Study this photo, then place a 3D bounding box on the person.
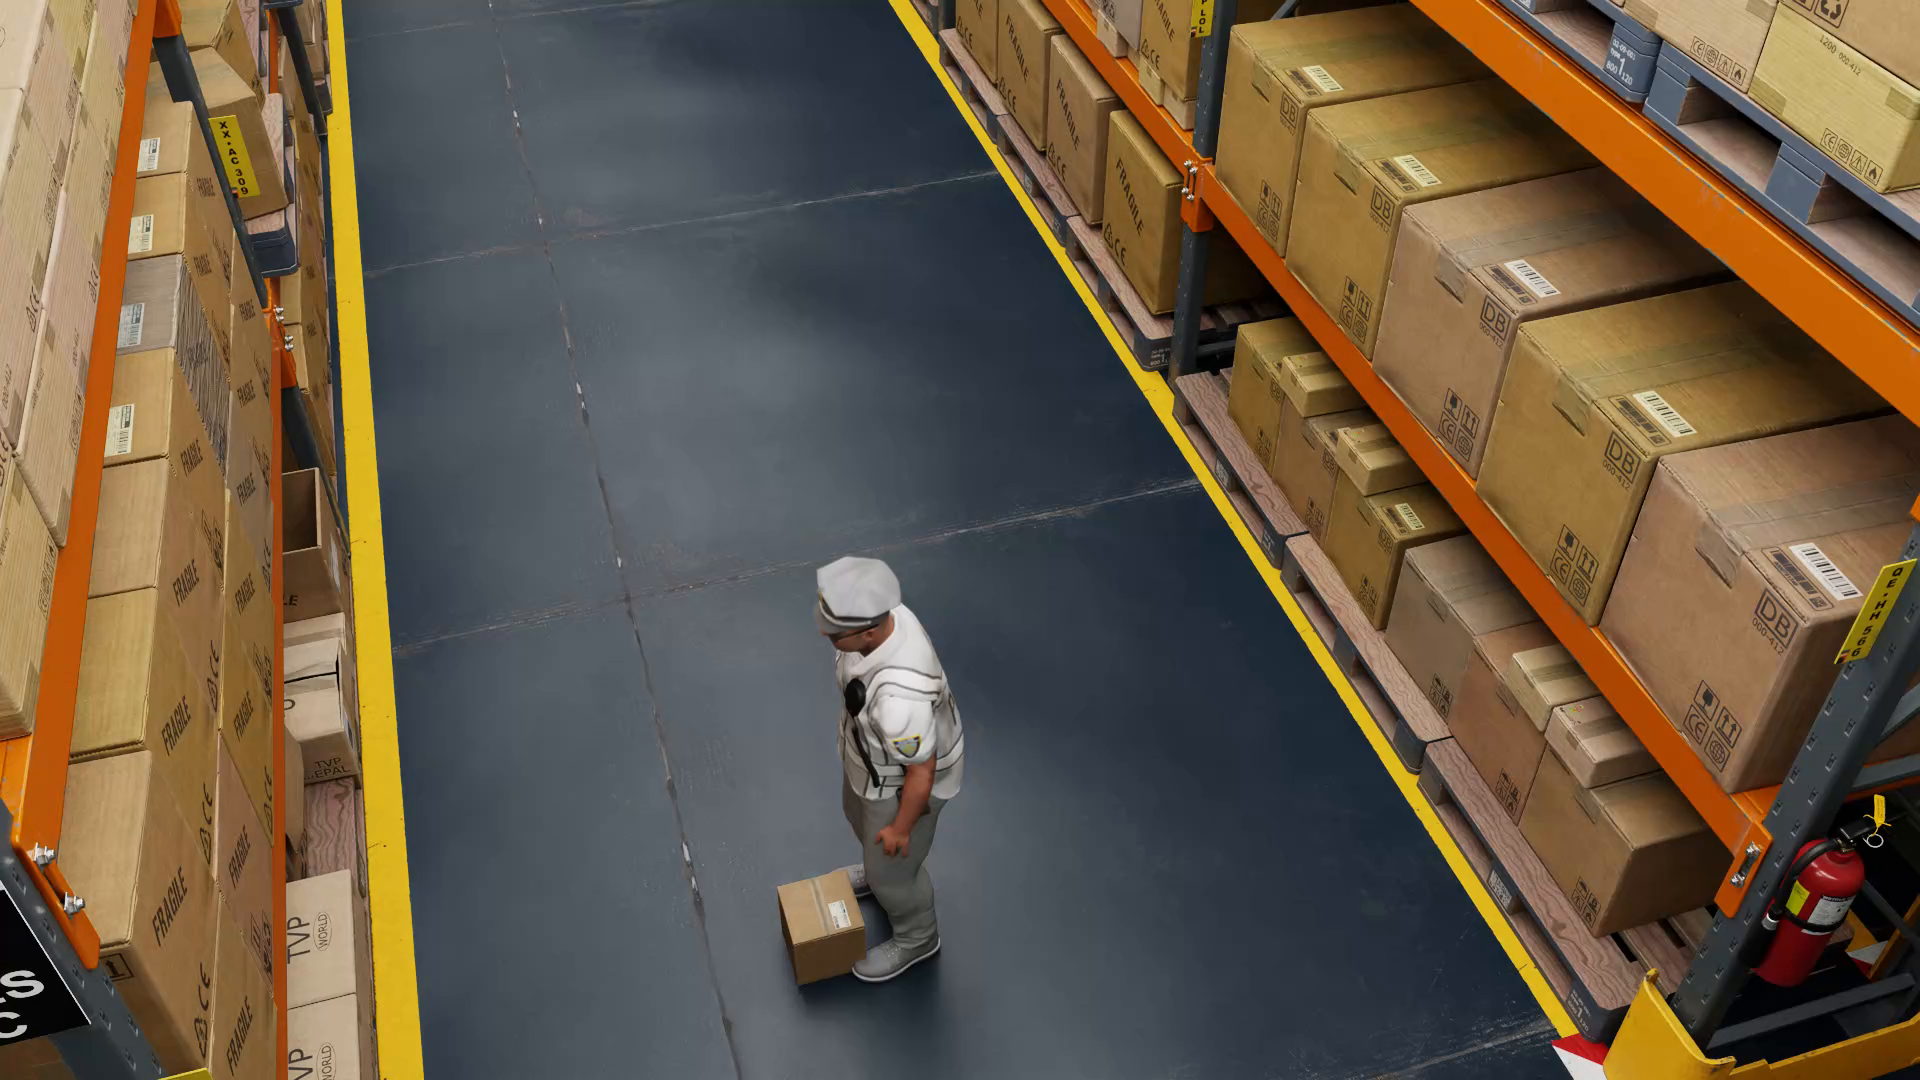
[{"bbox_3d":[-0.220,0.729,5.344,0.432,1.748,0.585,-12,43,-13],"label":"person"}]
